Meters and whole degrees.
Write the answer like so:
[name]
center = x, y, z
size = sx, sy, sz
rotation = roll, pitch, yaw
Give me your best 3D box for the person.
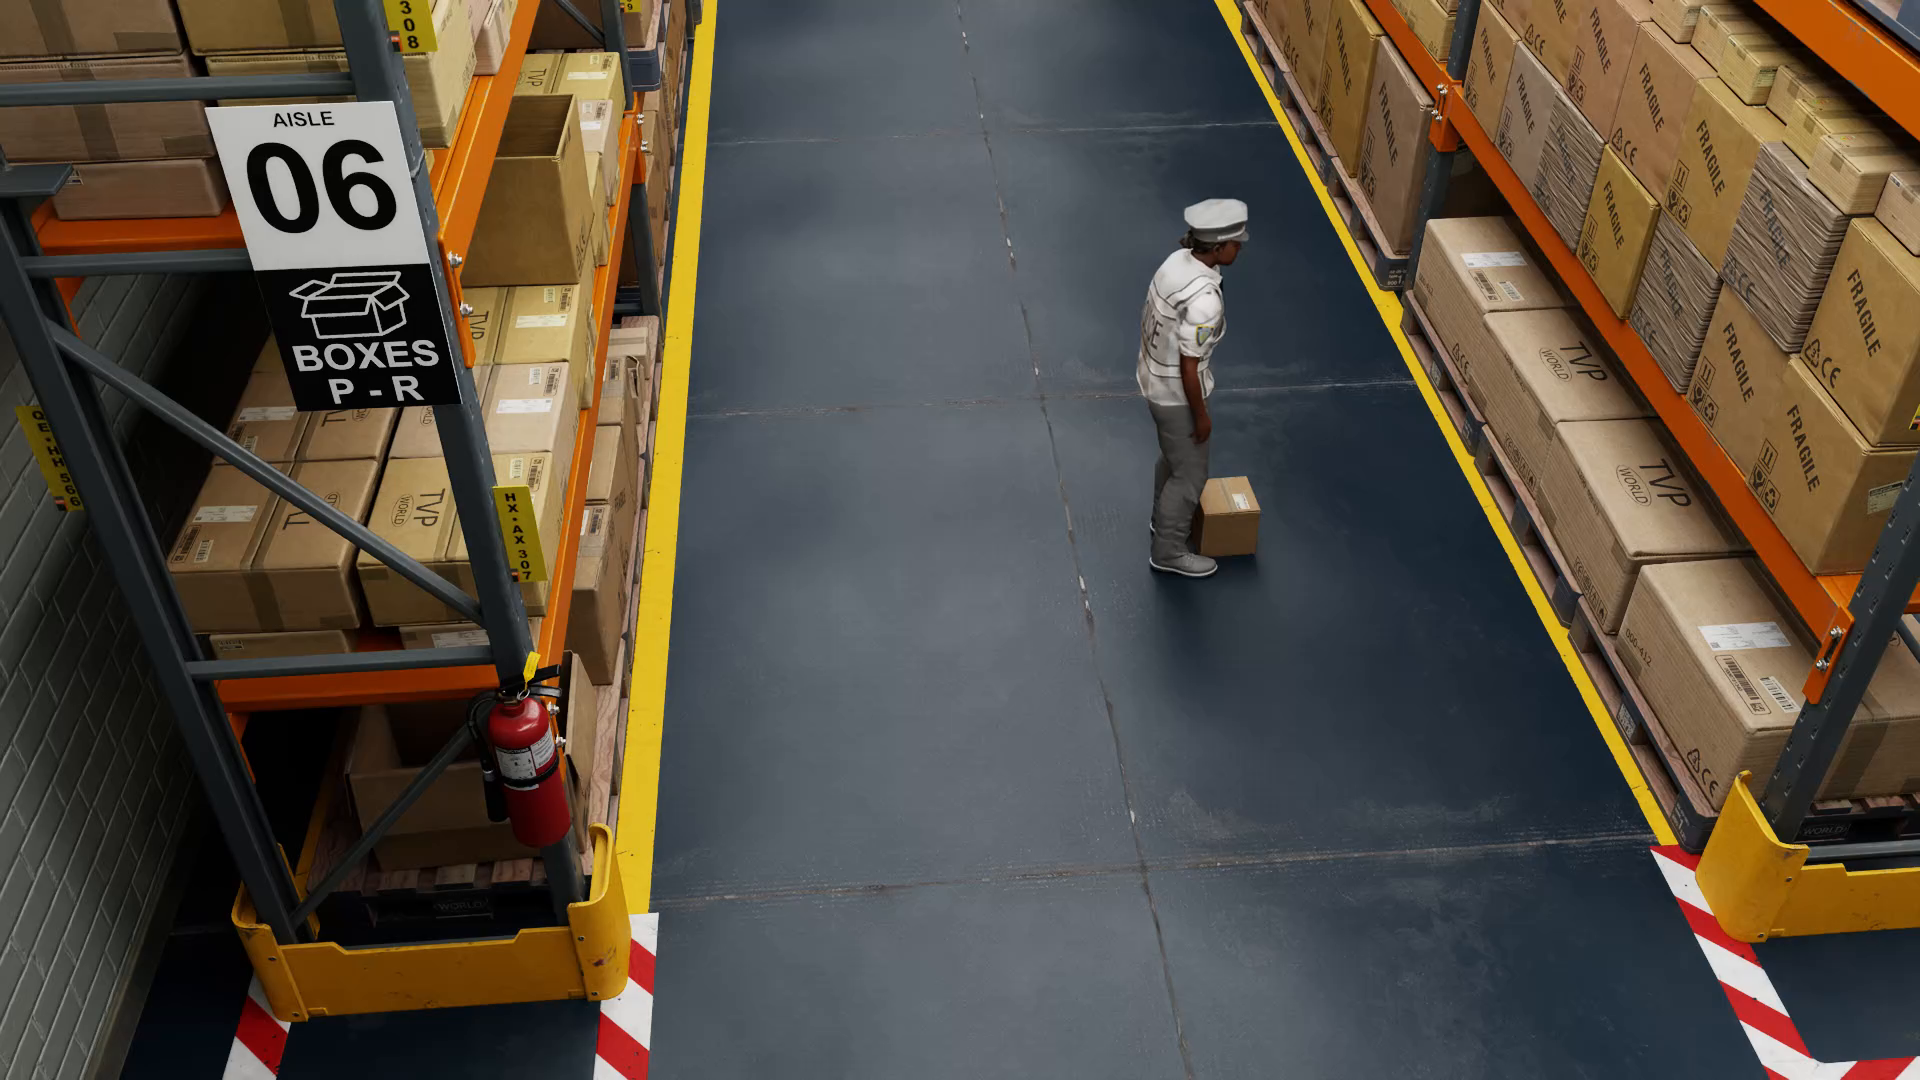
[person]
center = 0.948, -0.626, 6.919
size = 0.415, 1.659, 0.505
rotation = -3, 39, -4
